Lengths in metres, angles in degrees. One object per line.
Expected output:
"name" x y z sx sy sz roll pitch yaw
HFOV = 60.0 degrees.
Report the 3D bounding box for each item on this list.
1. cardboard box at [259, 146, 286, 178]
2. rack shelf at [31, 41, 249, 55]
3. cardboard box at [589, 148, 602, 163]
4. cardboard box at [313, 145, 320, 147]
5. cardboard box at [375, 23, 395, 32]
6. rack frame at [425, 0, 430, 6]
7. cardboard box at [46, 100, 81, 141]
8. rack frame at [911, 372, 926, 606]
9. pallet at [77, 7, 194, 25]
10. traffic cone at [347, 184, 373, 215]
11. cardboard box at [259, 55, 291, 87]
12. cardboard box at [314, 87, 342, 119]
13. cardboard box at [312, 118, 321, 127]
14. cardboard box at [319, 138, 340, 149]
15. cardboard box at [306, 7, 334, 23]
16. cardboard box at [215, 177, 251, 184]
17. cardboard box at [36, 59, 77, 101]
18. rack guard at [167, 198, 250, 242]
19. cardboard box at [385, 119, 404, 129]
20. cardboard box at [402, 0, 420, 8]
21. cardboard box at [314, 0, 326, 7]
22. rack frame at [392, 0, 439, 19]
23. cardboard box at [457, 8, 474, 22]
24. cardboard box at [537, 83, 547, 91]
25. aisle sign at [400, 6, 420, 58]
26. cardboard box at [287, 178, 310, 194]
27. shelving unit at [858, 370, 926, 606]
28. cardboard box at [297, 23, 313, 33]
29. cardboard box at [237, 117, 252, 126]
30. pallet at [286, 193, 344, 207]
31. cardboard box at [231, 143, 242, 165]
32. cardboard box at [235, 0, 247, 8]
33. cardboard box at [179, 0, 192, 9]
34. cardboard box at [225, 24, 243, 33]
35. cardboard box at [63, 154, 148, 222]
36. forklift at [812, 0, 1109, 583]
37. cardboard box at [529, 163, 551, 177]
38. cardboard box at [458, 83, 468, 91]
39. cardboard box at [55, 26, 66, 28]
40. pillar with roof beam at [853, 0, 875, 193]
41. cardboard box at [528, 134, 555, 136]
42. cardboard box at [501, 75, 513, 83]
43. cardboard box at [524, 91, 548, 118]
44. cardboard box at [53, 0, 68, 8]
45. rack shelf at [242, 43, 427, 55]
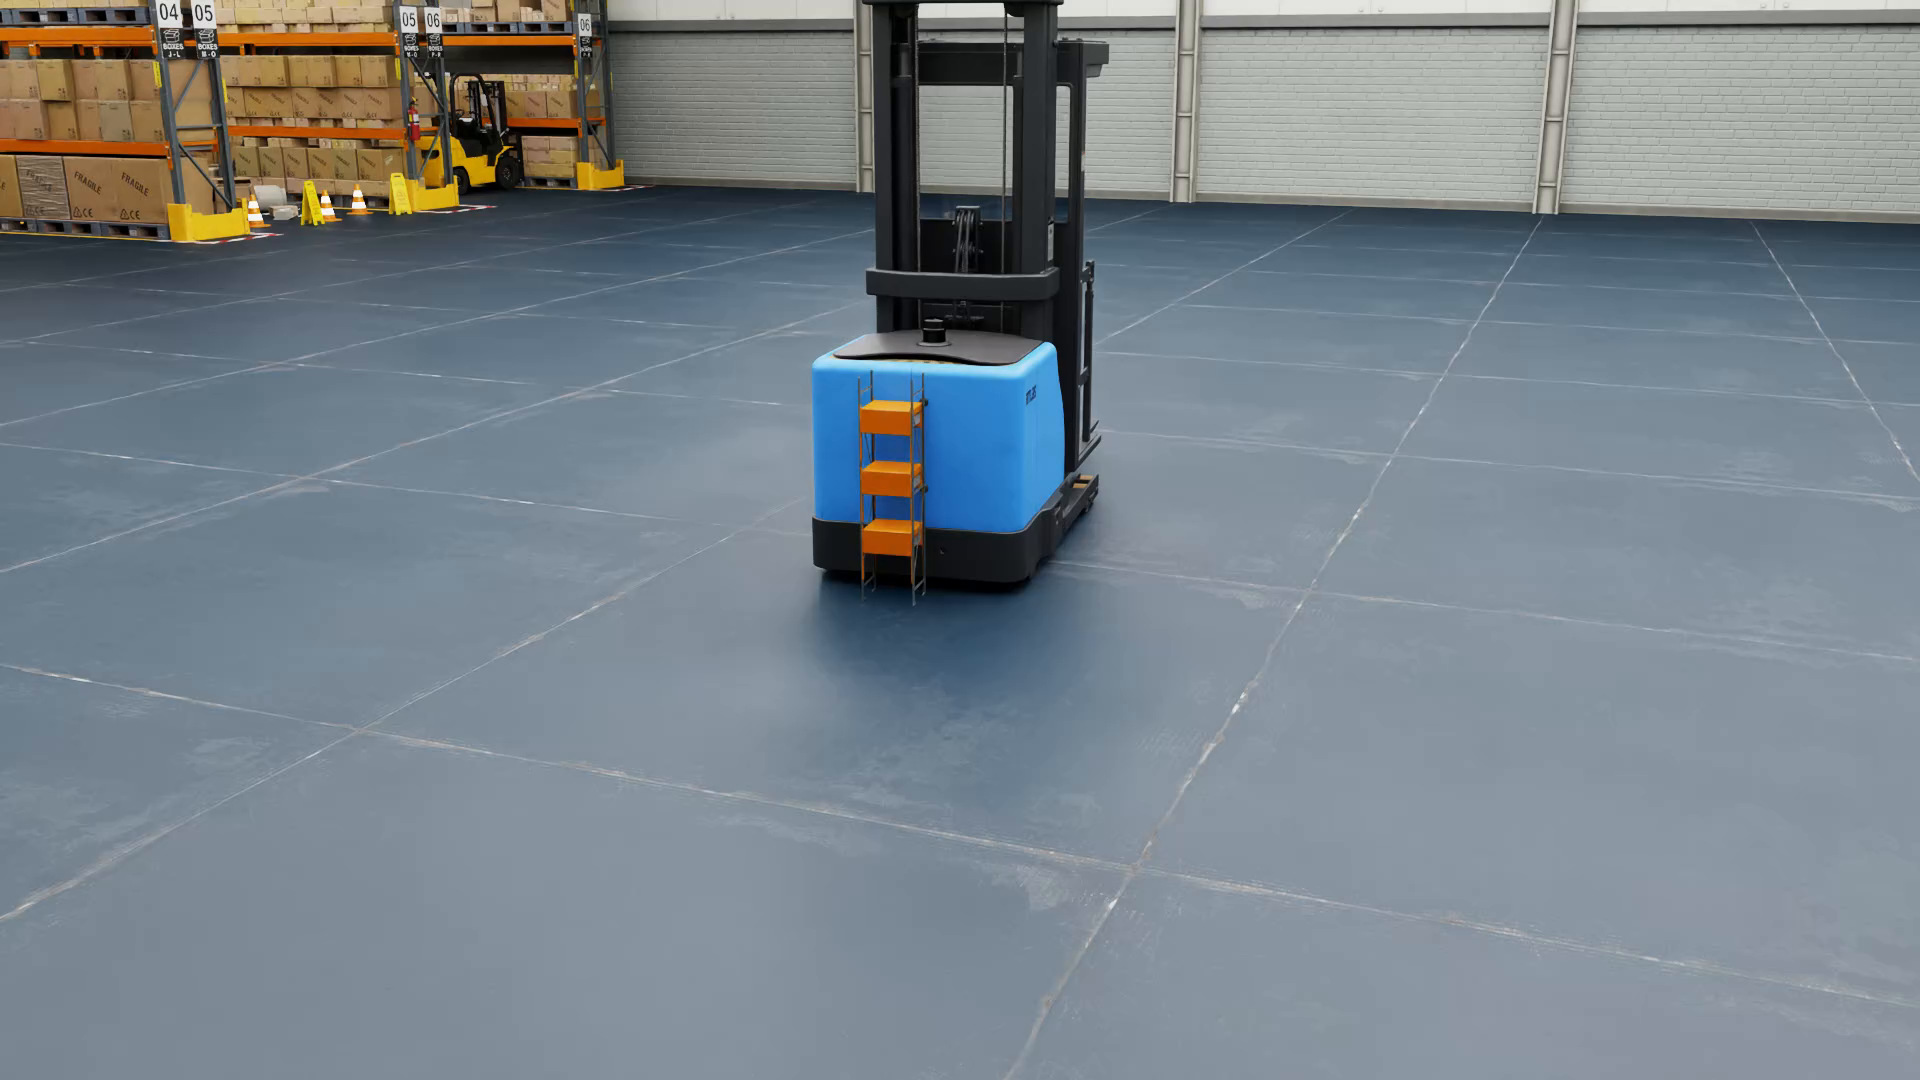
"cardboard box" -11.547 -6.446 28.332 0.500 0.500 0.500 7 18 23
"rack shelf" -14.360 -8.687 29.126 4.000 0.370 1.077 6 17 21
"cardboard box" -7.321 -7.489 32.372 0.500 0.250 0.500 7 17 22
"cardboard box" -10.901 -6.534 28.634 0.500 0.500 0.500 7 18 24
"cardboard box" -9.213 -8.262 26.822 0.250 0.149 0.380 6 17 21
"rack frame" -10.681 -11.556 32.338 0.127 3.000 1.000 6 17 21
"cardboard box" -12.365 -5.966 23.575 0.500 0.550 0.875 6 17 21
"rack frame" -0.190 -0.228 7.574 0.008 1.050 0.200 4 17 14
"pallet" -11.194 -7.155 22.718 1.213 0.211 1.003 6 17 21
"traffic cone" -9.651 -5.469 26.682 0.334 0.463 0.336 6 17 21
"cardboard box" -11.245 -7.841 27.795 0.500 0.500 0.700 6 17 19
"cardboard box" -10.312 -7.257 27.579 0.500 0.500 0.500 6 17 20
"cardboard box" -10.619 -7.001 27.861 0.250 0.149 0.380 6 17 21
"cardboard box" -10.462 -6.619 27.764 0.250 0.149 0.380 7 18 23
"cardboard box" -10.305 -8.575 27.187 0.500 0.250 0.500 7 18 22
"cardboard box" -12.001 -5.725 27.494 0.500 0.500 0.500 -9 18 -27
"cardboard box" -12.389 -6.468 23.366 0.500 0.550 0.875 6 17 21
"rack guard" -10.478 -4.481 23.212 0.348 0.500 1.175 6 17 21
"cardboard box" -9.204 -6.840 27.305 0.250 0.149 0.380 7 18 22
"cardboard box" -9.034 -8.770 27.143 0.250 0.149 0.380 6 17 20
"cardboard box" -10.347 -8.796 27.233 0.250 0.149 0.380 6 17 19
"rack frame" -8.778 -9.859 26.493 0.127 3.000 1.000 6 17 21
"cardboard box" -9.412 -10.070 31.909 0.258 0.266 0.396 6 17 19
"cardboard box" -7.853 -8.649 31.742 0.250 0.149 0.380 7 17 22
"aisle sign" -8.827 -8.145 26.686 0.004 0.787 0.394 6 17 21
"cardboard box" -11.054 -6.033 28.252 0.500 0.250 0.500 6 17 20
"shelving unit" -0.308 -0.236 7.604 0.252 1.050 0.215 4 17 14
"cardboard box" -10.658 -8.407 27.324 0.250 0.149 0.380 6 17 20
"cardboard box" -12.070 -7.139 28.334 0.250 0.149 0.380 7 18 22
"pallet" -10.722 -5.864 28.494 1.213 0.211 1.003 6 17 21
"cardboard box" -14.874 -8.073 34.831 0.500 0.500 0.500 7 18 22
"cardboard box" -11.831 -8.925 27.675 0.250 0.149 0.380 6 17 19
"cardboard box" -10.702 -7.372 22.823 0.250 0.149 0.380 6 17 21
"cardboard box" -12.077 -8.570 27.882 0.250 0.149 0.380 6 17 21
"cardboard box" -11.975 -5.007 23.598 0.875 0.875 0.875 6 17 20
"forklift" 0.160 -1.578 8.851 1.130 2.935 3.031 4 17 14
"cardboard box" -7.972 -7.166 32.157 0.500 0.250 0.500 6 17 21
"cardboard box" -9.541 -8.816 32.319 0.250 0.149 0.380 6 17 20
"cardboard box" -15.752 -9.070 29.396 0.258 0.266 0.396 6 17 21
"pillar with roof beam" -3.275 -9.721 26.019 0.400 9.000 9.100 6 17 21
"cardboard box" -8.265 -7.829 32.648 0.500 0.250 0.500 6 17 20
"cardboard box" -8.595 -8.855 31.918 0.250 0.149 0.380 7 17 22
"cardboard box" -7.994 -8.351 31.881 0.500 0.500 0.500 7 18 22
"cardboard box" -12.116 -7.330 22.679 0.250 0.149 0.380 6 17 21
"rack shelf" -12.542 -9.974 33.562 4.000 0.370 1.077 6 17 21
